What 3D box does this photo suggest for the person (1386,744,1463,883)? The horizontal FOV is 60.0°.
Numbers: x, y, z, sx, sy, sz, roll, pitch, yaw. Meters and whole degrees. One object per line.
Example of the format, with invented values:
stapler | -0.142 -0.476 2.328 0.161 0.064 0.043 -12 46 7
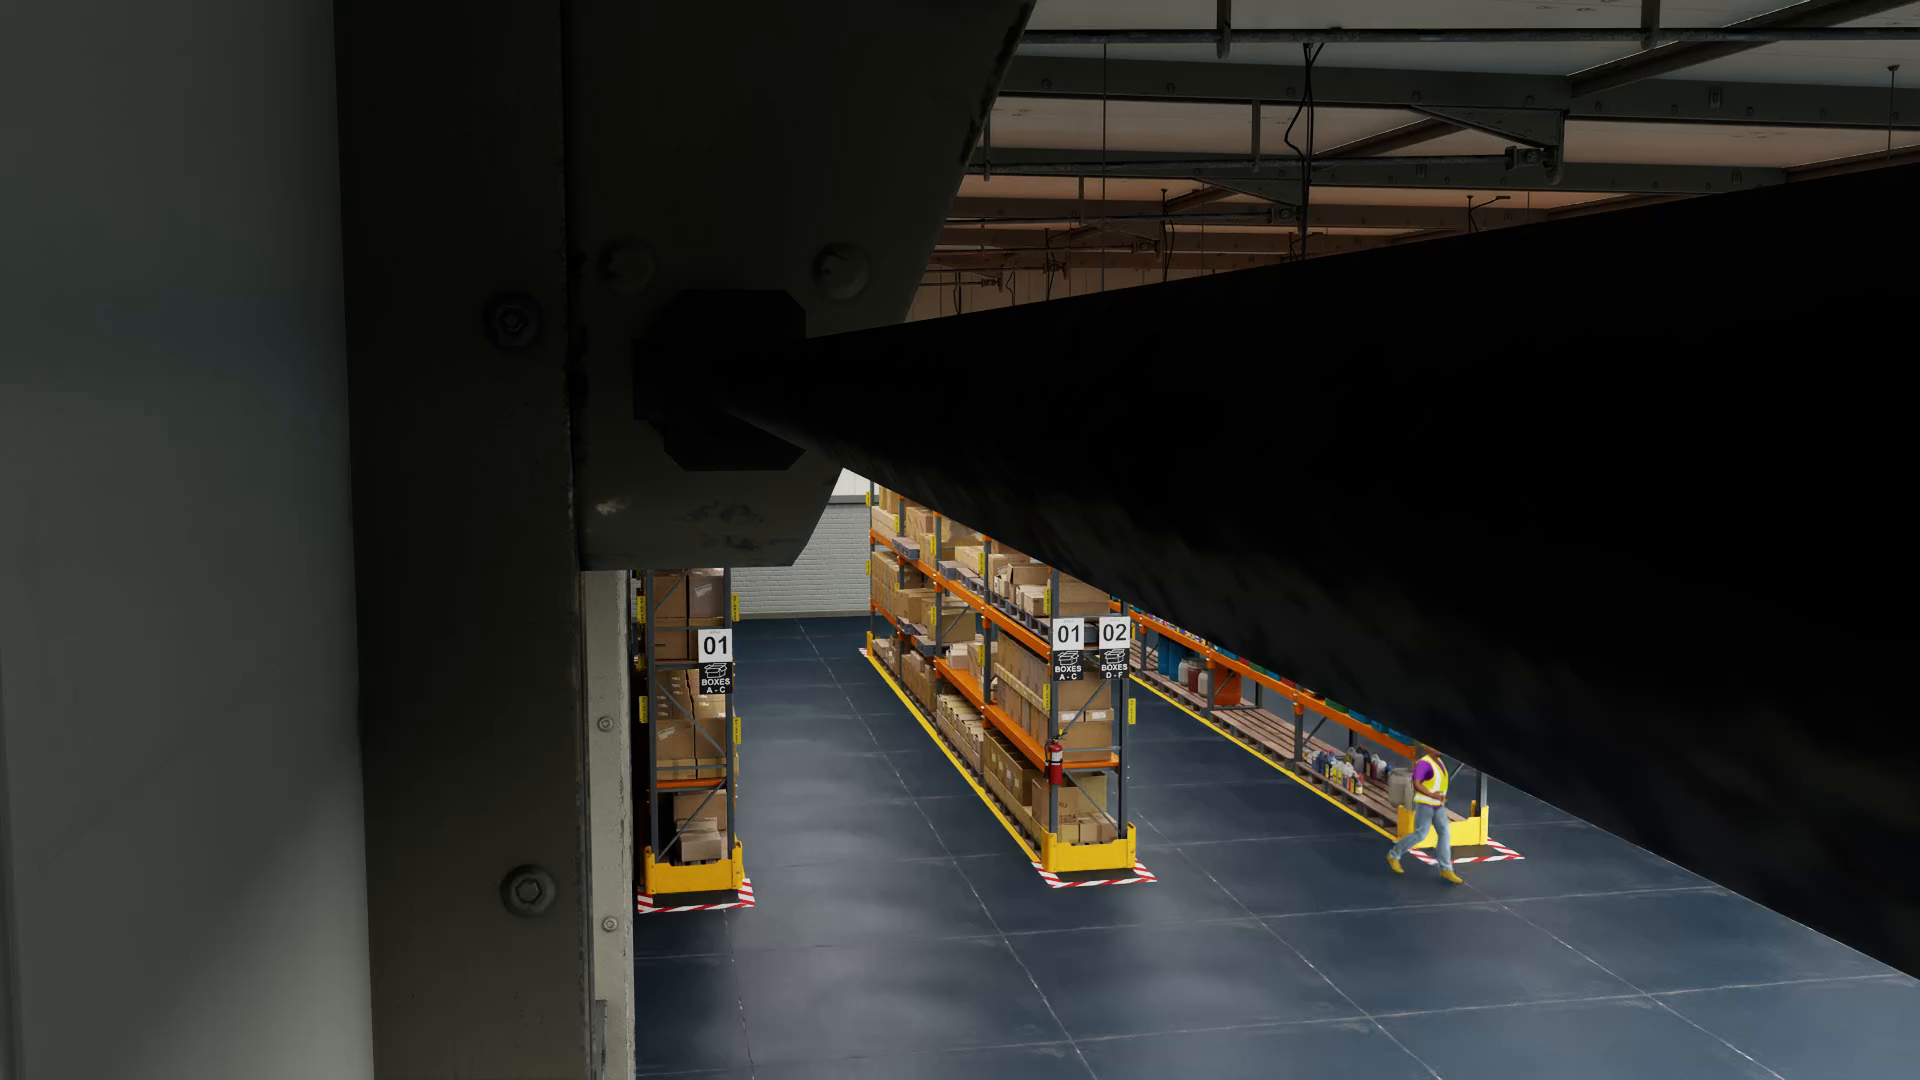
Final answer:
person | 5.872 3.296 20.648 0.958 1.750 0.758 5 8 42
